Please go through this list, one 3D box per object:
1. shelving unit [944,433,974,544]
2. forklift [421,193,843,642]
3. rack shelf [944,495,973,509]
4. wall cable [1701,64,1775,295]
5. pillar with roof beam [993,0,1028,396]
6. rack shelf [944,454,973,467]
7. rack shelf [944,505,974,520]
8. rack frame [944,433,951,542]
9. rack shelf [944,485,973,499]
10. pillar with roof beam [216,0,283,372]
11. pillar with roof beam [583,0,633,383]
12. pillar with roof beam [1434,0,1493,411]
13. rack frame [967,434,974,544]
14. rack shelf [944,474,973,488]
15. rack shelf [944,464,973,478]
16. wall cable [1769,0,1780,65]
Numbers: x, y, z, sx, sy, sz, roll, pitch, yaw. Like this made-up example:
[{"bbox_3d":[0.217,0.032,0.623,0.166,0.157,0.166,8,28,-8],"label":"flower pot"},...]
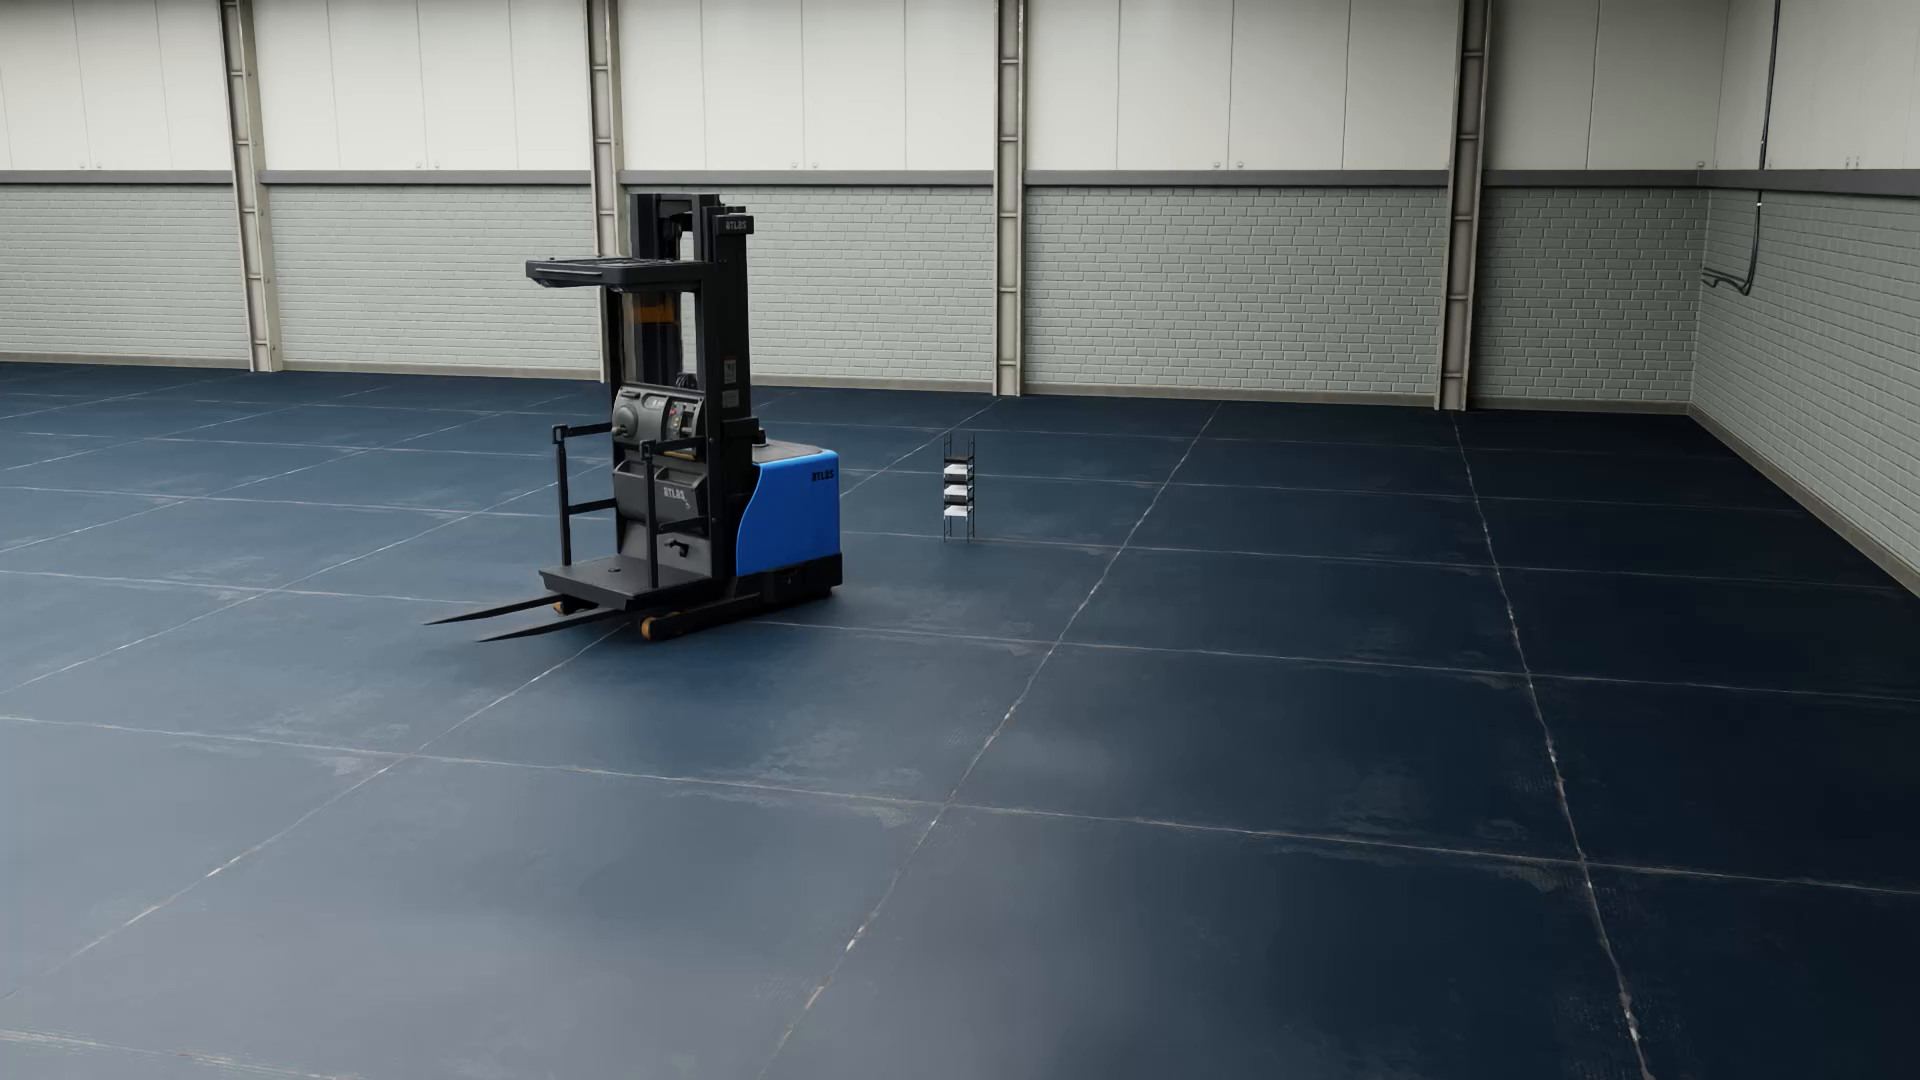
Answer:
[{"bbox_3d":[-0.008,-0.440,14.138,0.210,0.900,0.258,3,13,14],"label":"shelving unit"},{"bbox_3d":[-2.239,-0.873,11.401,1.130,2.935,3.031,11,17,41],"label":"forklift"},{"bbox_3d":[-0.008,-0.319,14.165,0.200,0.077,0.258,3,13,14],"label":"rack shelf"},{"bbox_3d":[9.057,-4.194,19.529,0.112,2.526,3.097,3,13,14],"label":"wall cable"},{"bbox_3d":[-0.343,-5.547,18.458,0.400,9.000,9.100,3,13,14],"label":"pillar with roof beam"},{"bbox_3d":[-0.008,-0.671,14.087,0.200,0.077,0.258,3,13,14],"label":"rack shelf"},{"bbox_3d":[-0.008,-0.231,14.184,0.200,0.077,0.258,3,13,14],"label":"rack shelf"},{"bbox_3d":[-0.107,-0.445,14.162,0.006,0.900,0.240,3,13,14],"label":"rack frame"},{"bbox_3d":[-0.008,-0.407,14.145,0.200,0.077,0.258,3,13,14],"label":"rack shelf"},{"bbox_3d":[-11.994,-6.169,21.265,0.400,9.000,9.100,3,13,14],"label":"pillar with roof beam"},{"bbox_3d":[-6.168,-5.858,19.862,0.400,9.000,9.100,3,13,14],"label":"pillar with roof beam"},{"bbox_3d":[5.482,-5.235,17.055,0.400,9.000,9.100,3,13,14],"label":"pillar with roof beam"},{"bbox_3d":[0.091,-0.434,14.114,0.006,0.900,0.240,3,13,14],"label":"rack frame"},{"bbox_3d":[-0.008,-0.495,14.126,0.200,0.077,0.258,3,13,14],"label":"rack shelf"},{"bbox_3d":[-0.008,-0.583,14.106,0.200,0.077,0.258,3,13,14],"label":"rack shelf"},{"bbox_3d":[8.409,-6.090,16.418,0.112,2.526,3.097,3,13,14],"label":"wall cable"}]
